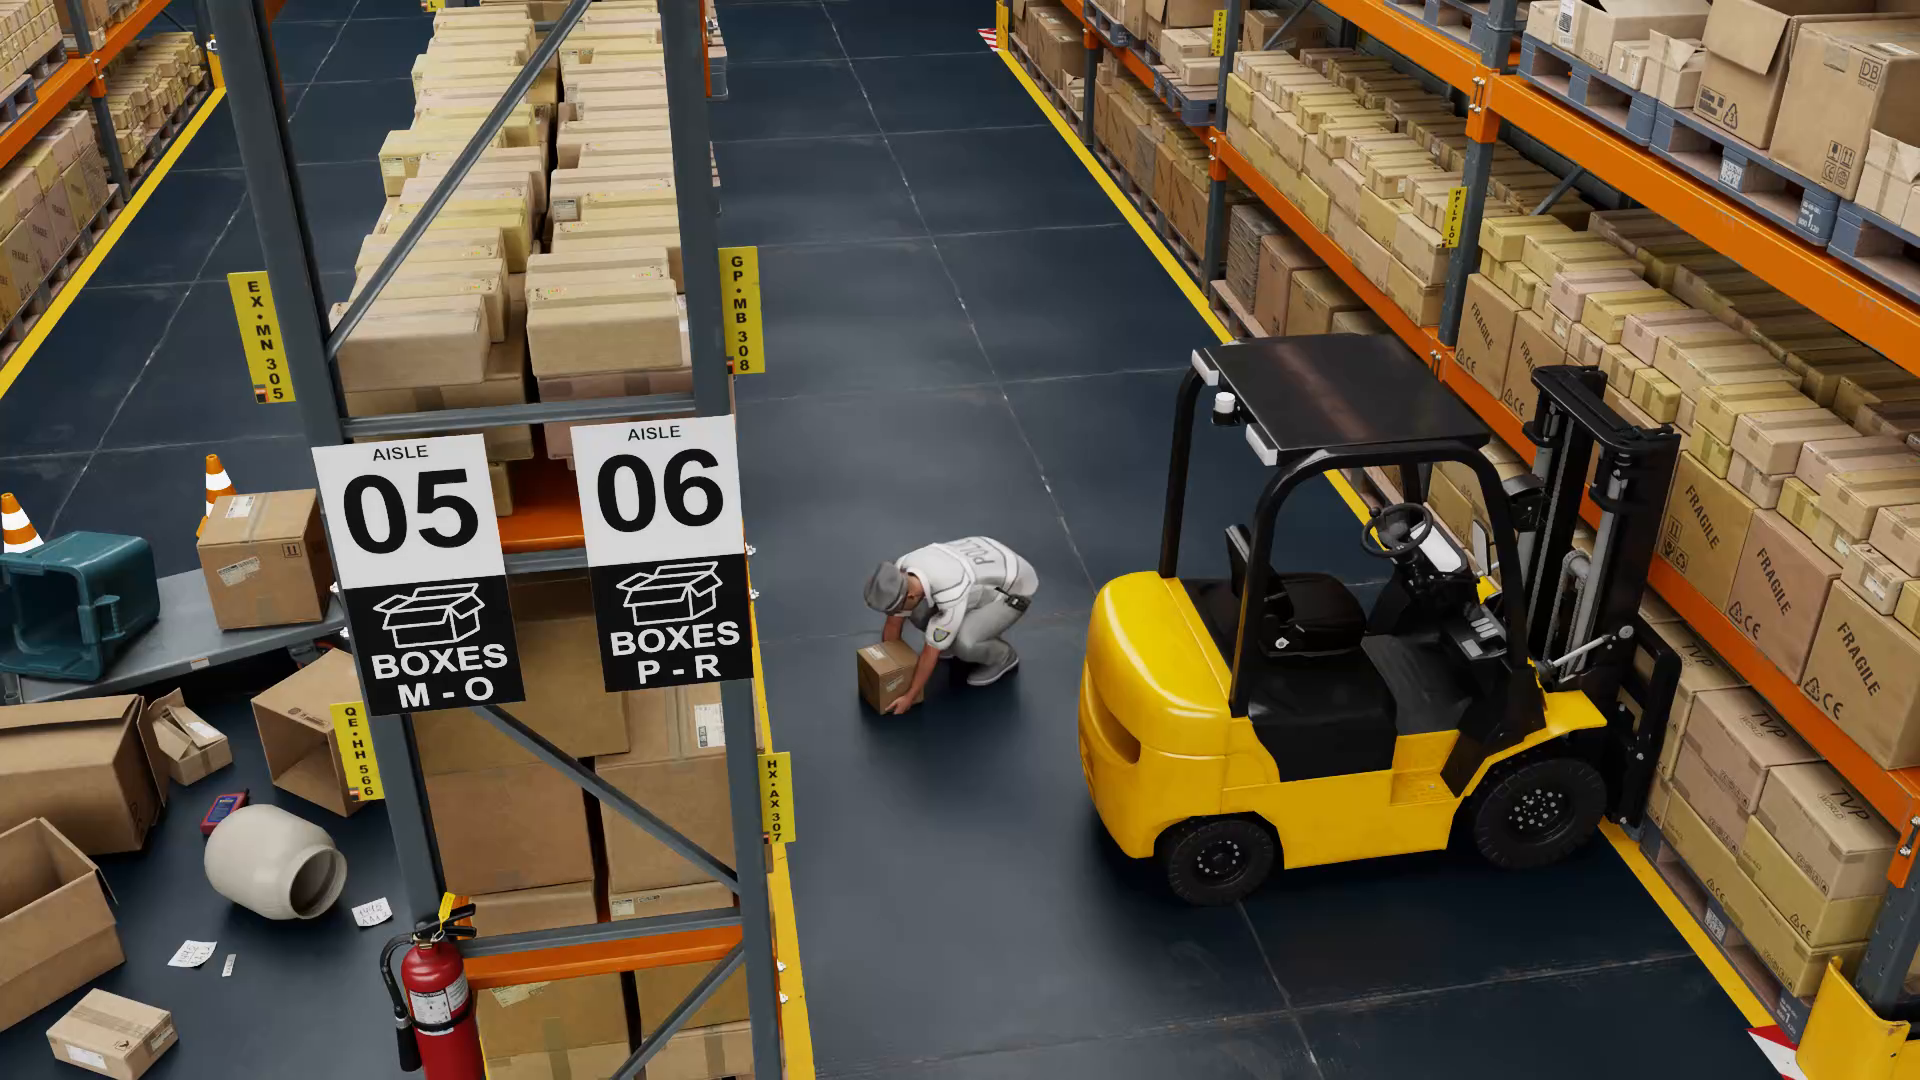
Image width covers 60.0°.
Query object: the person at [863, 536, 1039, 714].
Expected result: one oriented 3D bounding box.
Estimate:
[{"bbox_3d":[-0.060,0.383,8.493,1.000,0.877,0.540,-20,36,-30],"label":"person"}]
